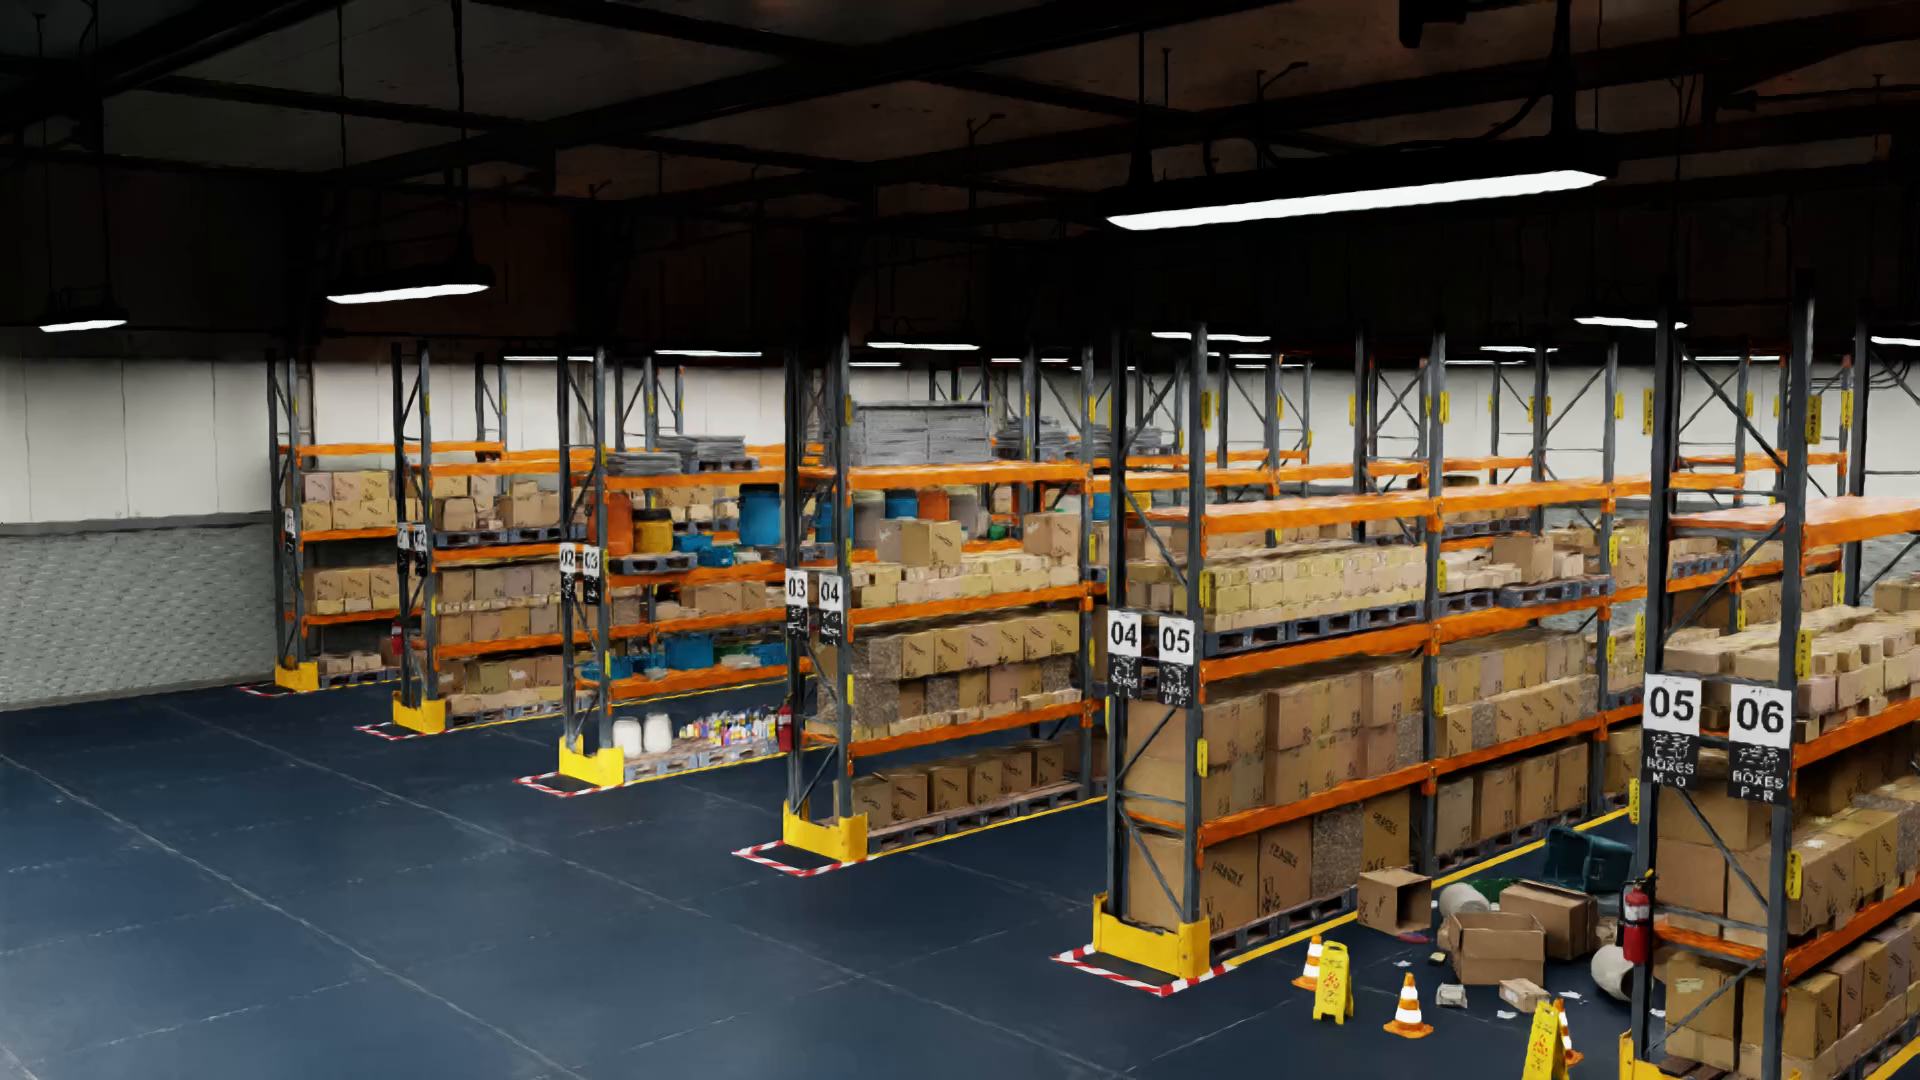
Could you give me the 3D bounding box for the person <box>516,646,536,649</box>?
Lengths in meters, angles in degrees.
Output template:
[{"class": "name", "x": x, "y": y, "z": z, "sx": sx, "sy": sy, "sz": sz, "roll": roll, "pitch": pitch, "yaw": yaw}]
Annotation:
[{"class": "person", "x": -7.553, "y": 1.820, "z": 29.109, "sx": 0.980, "sy": 1.621, "sz": 0.482, "roll": -3, "pitch": 6, "yaw": -35}]
